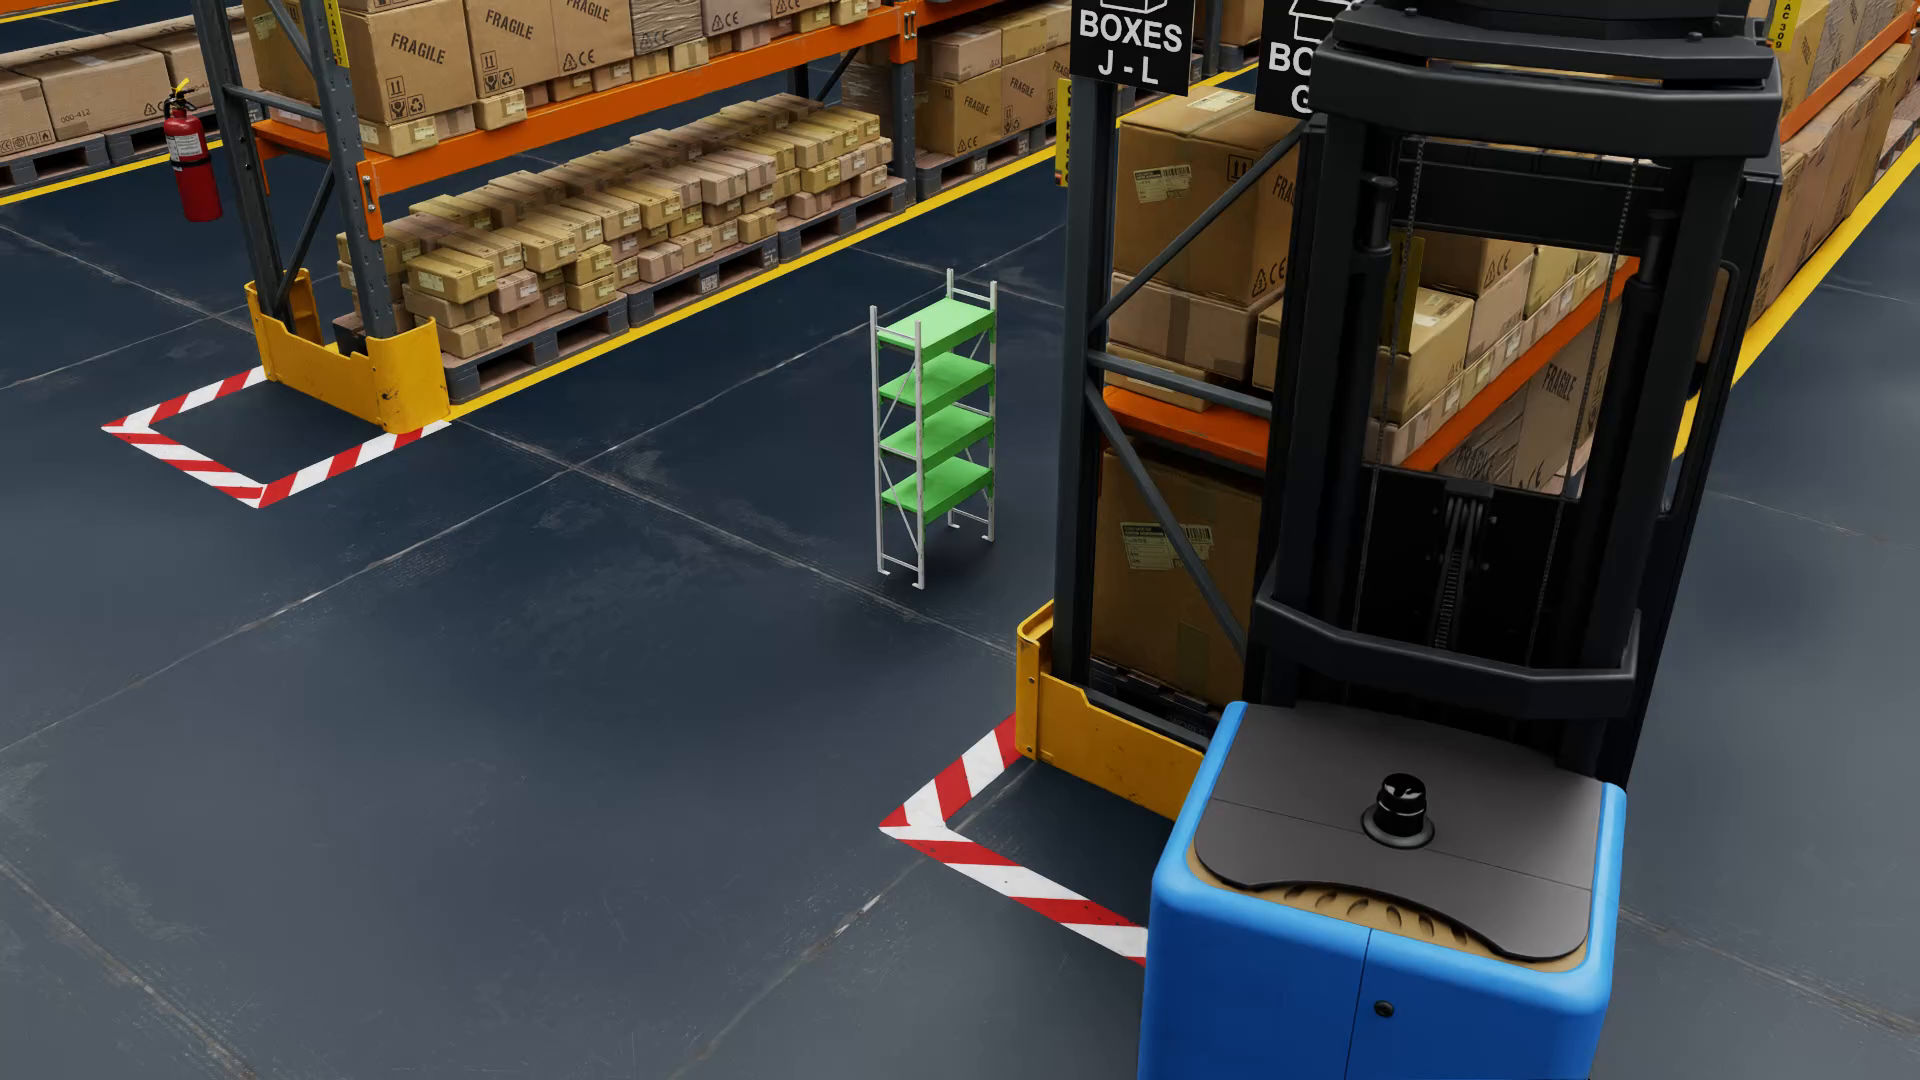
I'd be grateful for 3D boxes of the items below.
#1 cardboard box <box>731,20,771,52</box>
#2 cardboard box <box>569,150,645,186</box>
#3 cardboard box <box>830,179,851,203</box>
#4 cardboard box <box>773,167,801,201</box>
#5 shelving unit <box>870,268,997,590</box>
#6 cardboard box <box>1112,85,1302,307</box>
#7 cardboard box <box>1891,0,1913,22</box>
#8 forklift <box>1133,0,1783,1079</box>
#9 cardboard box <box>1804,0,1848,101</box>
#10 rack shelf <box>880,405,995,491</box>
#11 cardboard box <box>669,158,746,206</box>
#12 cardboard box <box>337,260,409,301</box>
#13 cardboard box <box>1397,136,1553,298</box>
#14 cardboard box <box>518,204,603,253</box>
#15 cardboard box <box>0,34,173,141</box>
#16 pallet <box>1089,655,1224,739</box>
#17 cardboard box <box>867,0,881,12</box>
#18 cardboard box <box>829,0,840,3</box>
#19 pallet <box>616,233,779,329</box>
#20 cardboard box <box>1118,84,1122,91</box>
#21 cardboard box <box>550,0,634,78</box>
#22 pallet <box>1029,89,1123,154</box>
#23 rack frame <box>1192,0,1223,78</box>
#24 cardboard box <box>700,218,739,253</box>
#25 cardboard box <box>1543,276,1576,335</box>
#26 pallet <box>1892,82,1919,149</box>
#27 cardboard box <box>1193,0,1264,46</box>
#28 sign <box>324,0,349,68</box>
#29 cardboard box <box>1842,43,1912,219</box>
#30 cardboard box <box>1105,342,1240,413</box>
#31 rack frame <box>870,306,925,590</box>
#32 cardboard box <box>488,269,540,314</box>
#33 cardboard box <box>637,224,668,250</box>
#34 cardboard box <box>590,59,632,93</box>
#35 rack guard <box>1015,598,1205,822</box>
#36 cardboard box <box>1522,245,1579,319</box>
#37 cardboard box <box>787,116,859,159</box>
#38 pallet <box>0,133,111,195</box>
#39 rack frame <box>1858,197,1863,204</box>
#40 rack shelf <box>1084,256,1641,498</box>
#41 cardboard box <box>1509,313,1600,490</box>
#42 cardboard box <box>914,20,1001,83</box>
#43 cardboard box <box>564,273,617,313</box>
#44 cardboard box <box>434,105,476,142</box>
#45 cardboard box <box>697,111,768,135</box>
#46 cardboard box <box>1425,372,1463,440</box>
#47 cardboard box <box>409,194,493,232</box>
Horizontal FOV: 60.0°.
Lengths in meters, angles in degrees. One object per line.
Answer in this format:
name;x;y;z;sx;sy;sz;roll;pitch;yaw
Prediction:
cardboard box;-1.302;-2.894;9.437;0.380;0.149;0.250;19;36;29
cardboard box;-2.060;-2.142;9.723;0.380;0.149;0.250;21;37;32
cardboard box;-0.912;-2.245;10.481;0.380;0.149;0.250;22;37;33
cardboard box;-1.190;-2.192;10.099;0.380;0.149;0.250;21;37;32
shelving unit;-0.100;-0.449;6.831;0.258;1.200;0.503;21;37;31
cardboard box;0.840;-1.107;5.295;0.500;0.500;0.500;22;37;32
cardboard box;5.485;-3.460;10.048;0.500;0.500;0.500;22;37;33
forklift;1.447;-0.161;4.647;1.130;2.935;3.031;11;33;18
cardboard box;4.253;-2.629;8.645;0.500;0.500;0.500;20;36;30
rack shelf;-0.100;-0.394;6.863;0.258;0.148;0.480;21;37;31
cardboard box;-1.459;-2.068;9.598;0.380;0.149;0.250;20;36;30
cardboard box;-3.046;-1.394;8.753;0.380;0.149;0.250;20;36;30
cardboard box;1.563;-1.143;5.357;0.500;0.500;0.500;20;36;30
cardboard box;-2.142;-1.666;8.921;0.380;0.149;0.250;19;36;29
cardboard box;-6.281;-3.244;11.883;0.875;0.438;0.875;22;37;33
pallet;1.176;0.409;6.354;1.003;0.211;1.213;21;37;31
cardboard box;-0.709;-3.339;10.189;0.380;0.149;0.250;21;36;31
cardboard box;-0.790;-3.523;9.862;0.500;0.500;0.500;21;37;31
pallet;-1.836;-1.654;9.834;1.003;0.211;1.213;21;37;31
cardboard box;0.880;-3.589;12.403;0.500;0.500;0.500;19;36;29
cardboard box;-2.038;-2.699;8.471;0.500;0.500;0.500;22;37;32
pallet;0.482;-3.251;12.528;1.003;0.211;1.213;21;37;31
rack frame;1.692;-5.261;13.185;1.000;3.000;0.127;21;37;31
cardboard box;-1.524;-1.819;9.762;0.380;0.149;0.250;22;37;32
cardboard box;2.007;-0.900;6.073;0.380;0.149;0.250;21;36;31
pallet;6.795;-3.305;12.620;1.003;0.211;1.213;21;37;31
cardboard box;2.131;-4.694;14.023;1.050;0.750;0.750;21;36;31
sign;-2.705;-2.215;7.196;0.100;0.325;0.005;21;37;31
cardboard box;5.152;-2.686;10.513;1.225;0.875;0.875;19;36;29
cardboard box;0.708;-0.580;5.533;0.380;0.149;0.250;22;37;32
rack frame;-0.247;-0.350;6.663;0.240;1.200;0.015;21;37;31
cardboard box;-2.406;-1.320;8.627;0.380;0.149;0.250;21;37;31
cardboard box;-1.873;-1.777;9.399;0.380;0.149;0.250;23;38;34
cardboard box;-1.953;-2.483;8.744;0.380;0.149;0.250;20;36;30
rack guard;0.741;0.643;5.674;1.175;0.500;0.348;21;37;31
cardboard box;1.875;-1.034;5.908;0.500;0.250;0.500;20;36;30
cardboard box;-0.853;-2.505;10.335;0.380;0.149;0.250;22;37;32
pallet;-6.725;-2.641;11.500;1.003;0.211;1.213;21;37;31
rack frame;5.585;-3.694;10.540;1.000;3.000;0.127;21;37;31
rack shelf;1.963;-0.945;6.609;1.077;0.370;4.000;21;37;31
cardboard box;2.165;-0.725;7.203;0.875;0.875;0.875;21;37;31
cardboard box;-0.066;-3.282;11.151;0.500;0.250;0.500;19;36;29
cardboard box;-2.087;-1.383;9.026;0.380;0.149;0.250;22;37;32
cardboard box;-2.560;-2.048;8.011;0.380;0.149;0.250;23;37;33
cardboard box;-1.423;-2.558;10.424;0.380;0.149;0.250;21;36;31
cardboard box;1.387;-0.481;5.366;0.380;0.149;0.250;21;36;31
cardboard box;-2.768;-1.742;9.047;0.380;0.149;0.250;20;36;30
